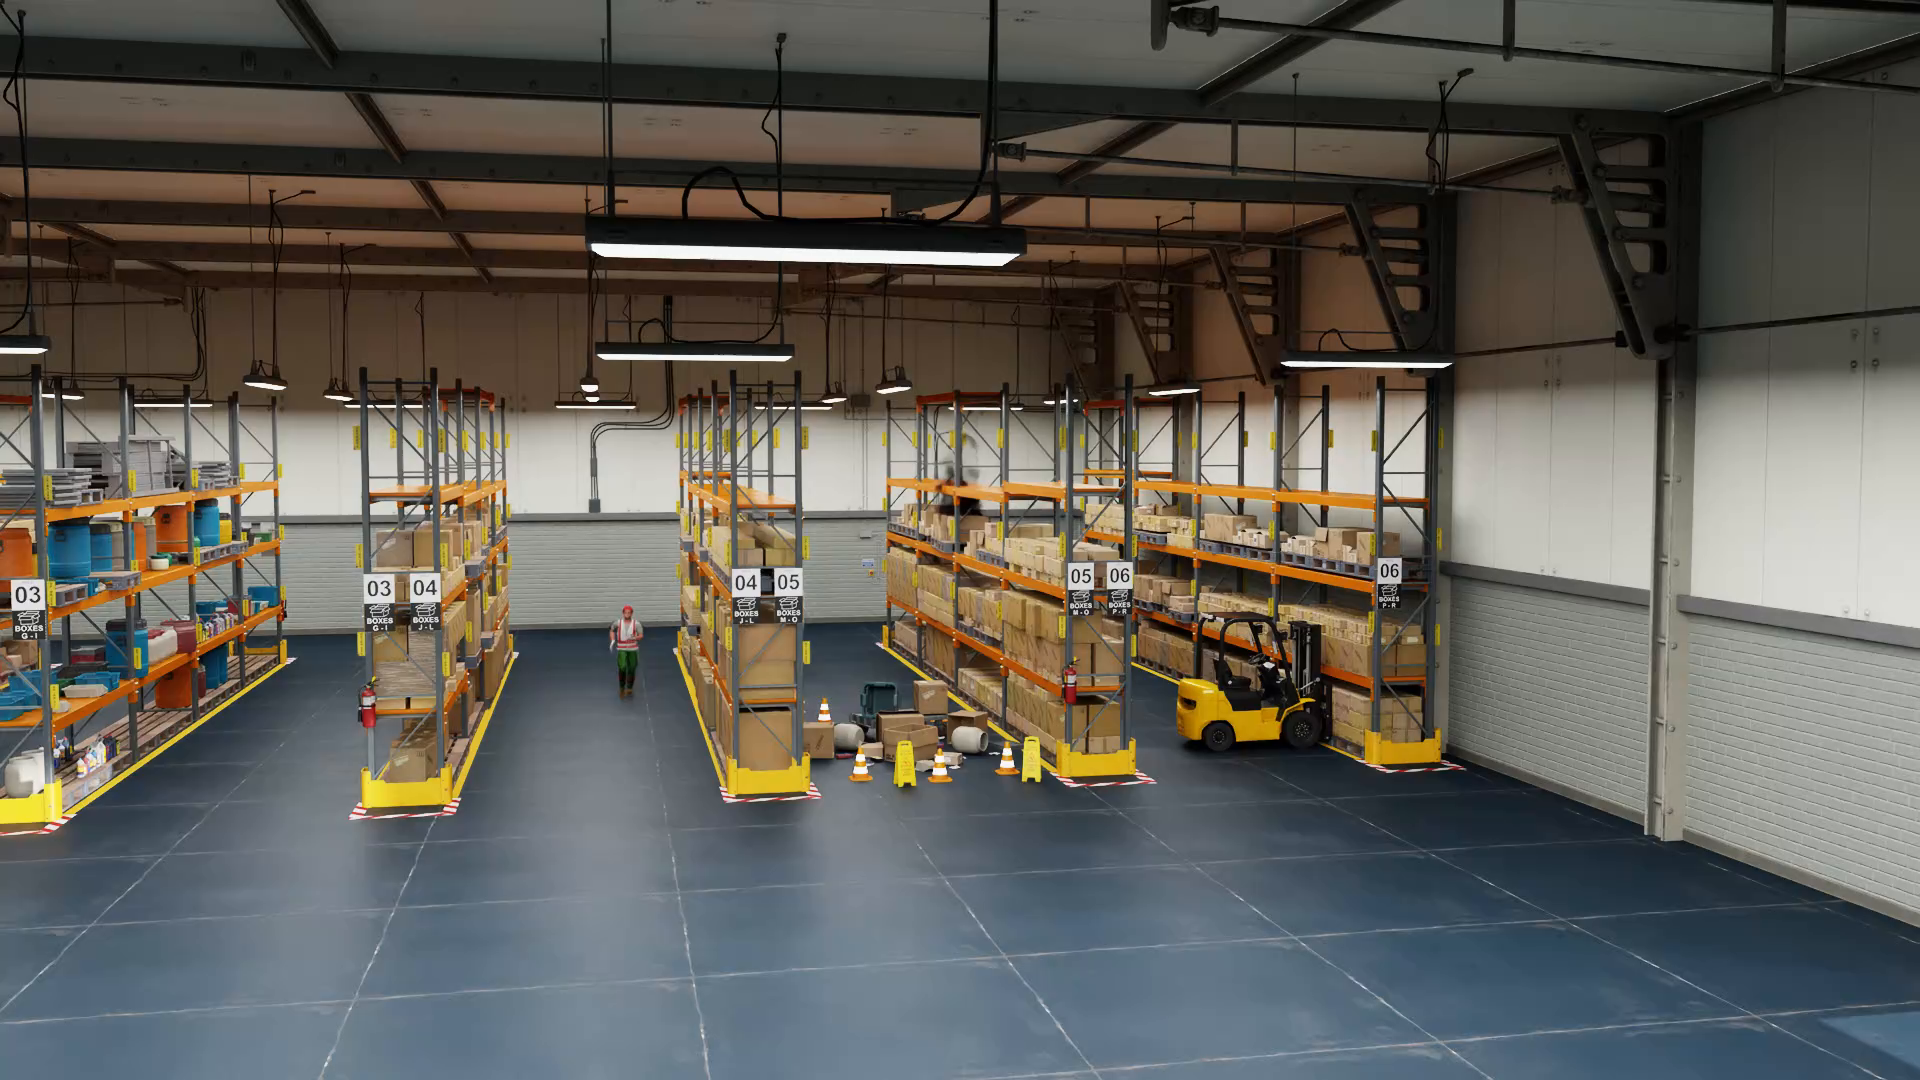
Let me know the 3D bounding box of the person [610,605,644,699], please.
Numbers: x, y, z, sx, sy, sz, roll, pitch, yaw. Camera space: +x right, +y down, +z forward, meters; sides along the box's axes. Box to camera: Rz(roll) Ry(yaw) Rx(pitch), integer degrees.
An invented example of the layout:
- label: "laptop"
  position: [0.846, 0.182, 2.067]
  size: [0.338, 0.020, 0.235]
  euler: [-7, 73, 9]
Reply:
- label: "person"
  position: [-6.488, 2.181, 32.407]
  size: [0.641, 1.817, 0.735]
  euler: [-1, 4, -14]
